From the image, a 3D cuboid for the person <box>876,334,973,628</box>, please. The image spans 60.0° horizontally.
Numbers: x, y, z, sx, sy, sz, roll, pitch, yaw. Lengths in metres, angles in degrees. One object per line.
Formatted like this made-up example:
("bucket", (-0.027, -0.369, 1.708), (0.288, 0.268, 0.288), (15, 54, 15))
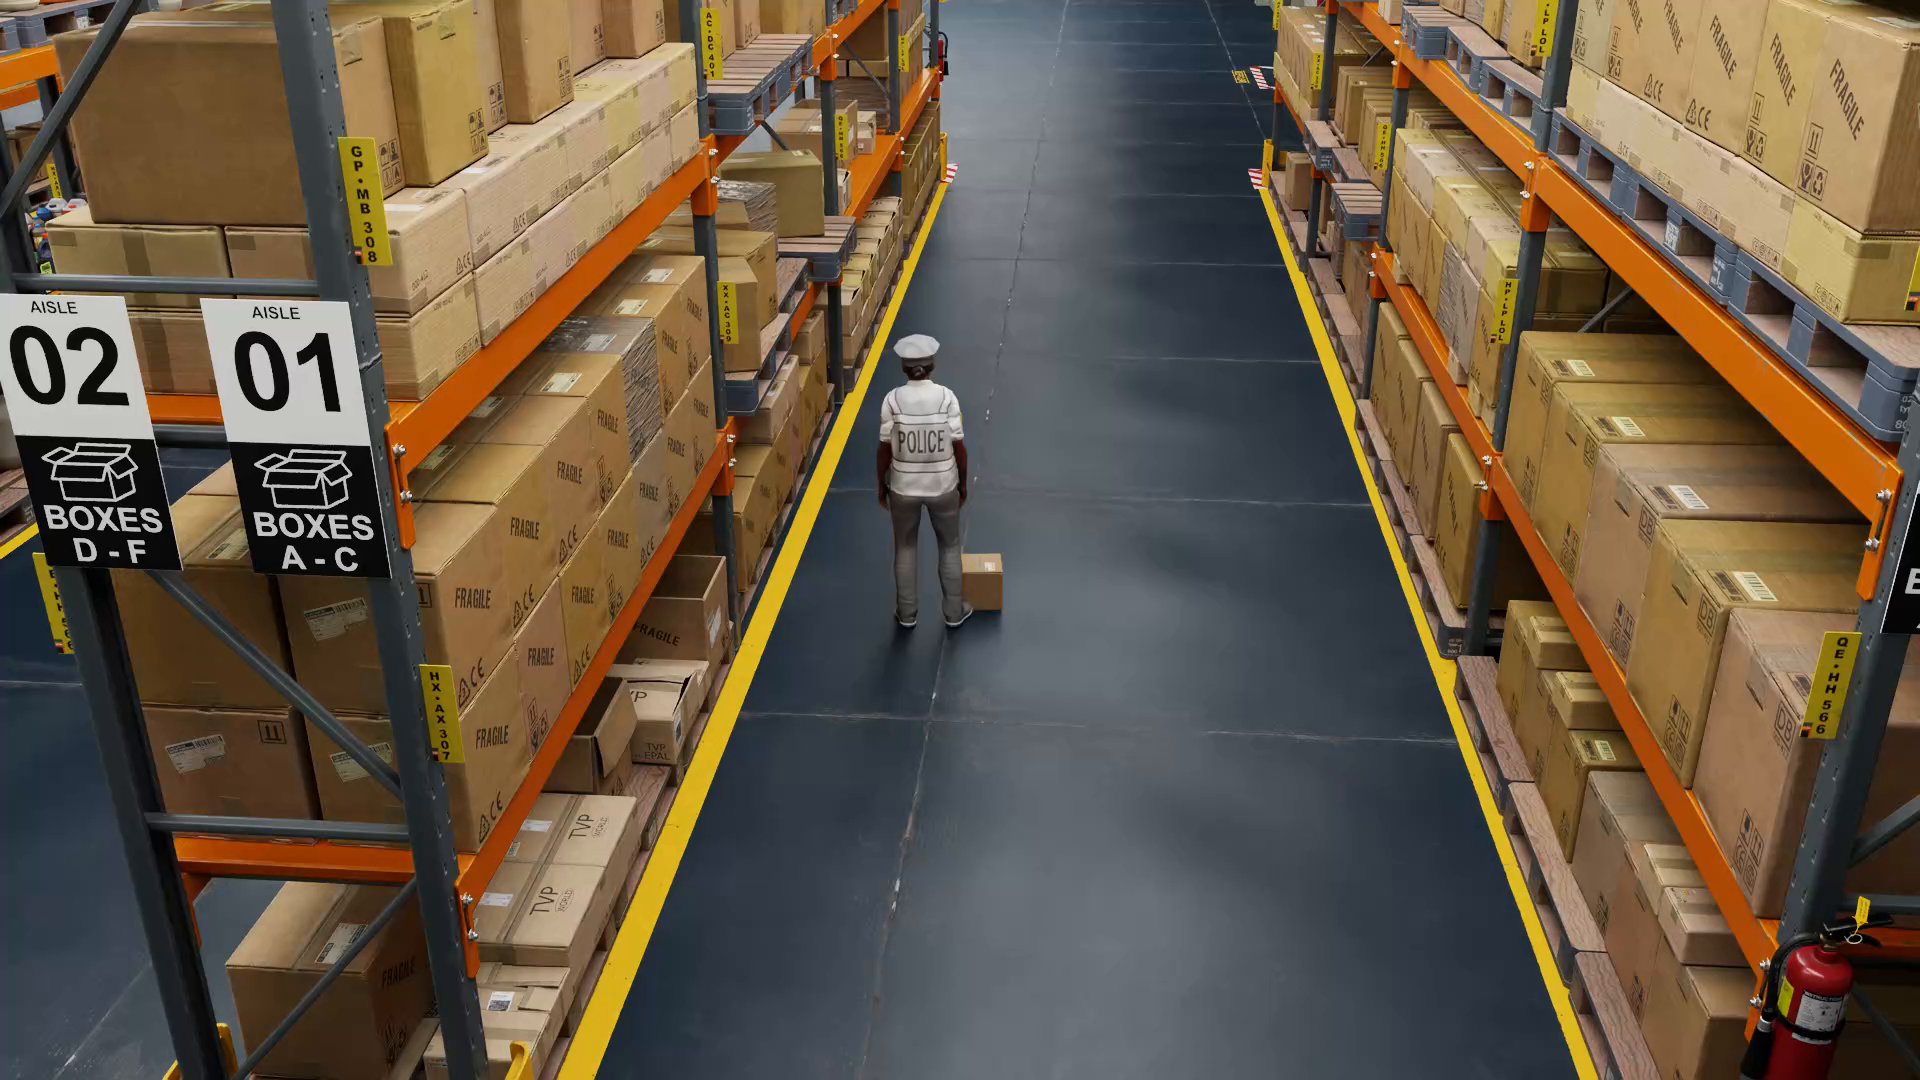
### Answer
("person", (-0.193, -0.296, 9.244), (0.533, 1.664, 0.391), (0, 25, 0))
